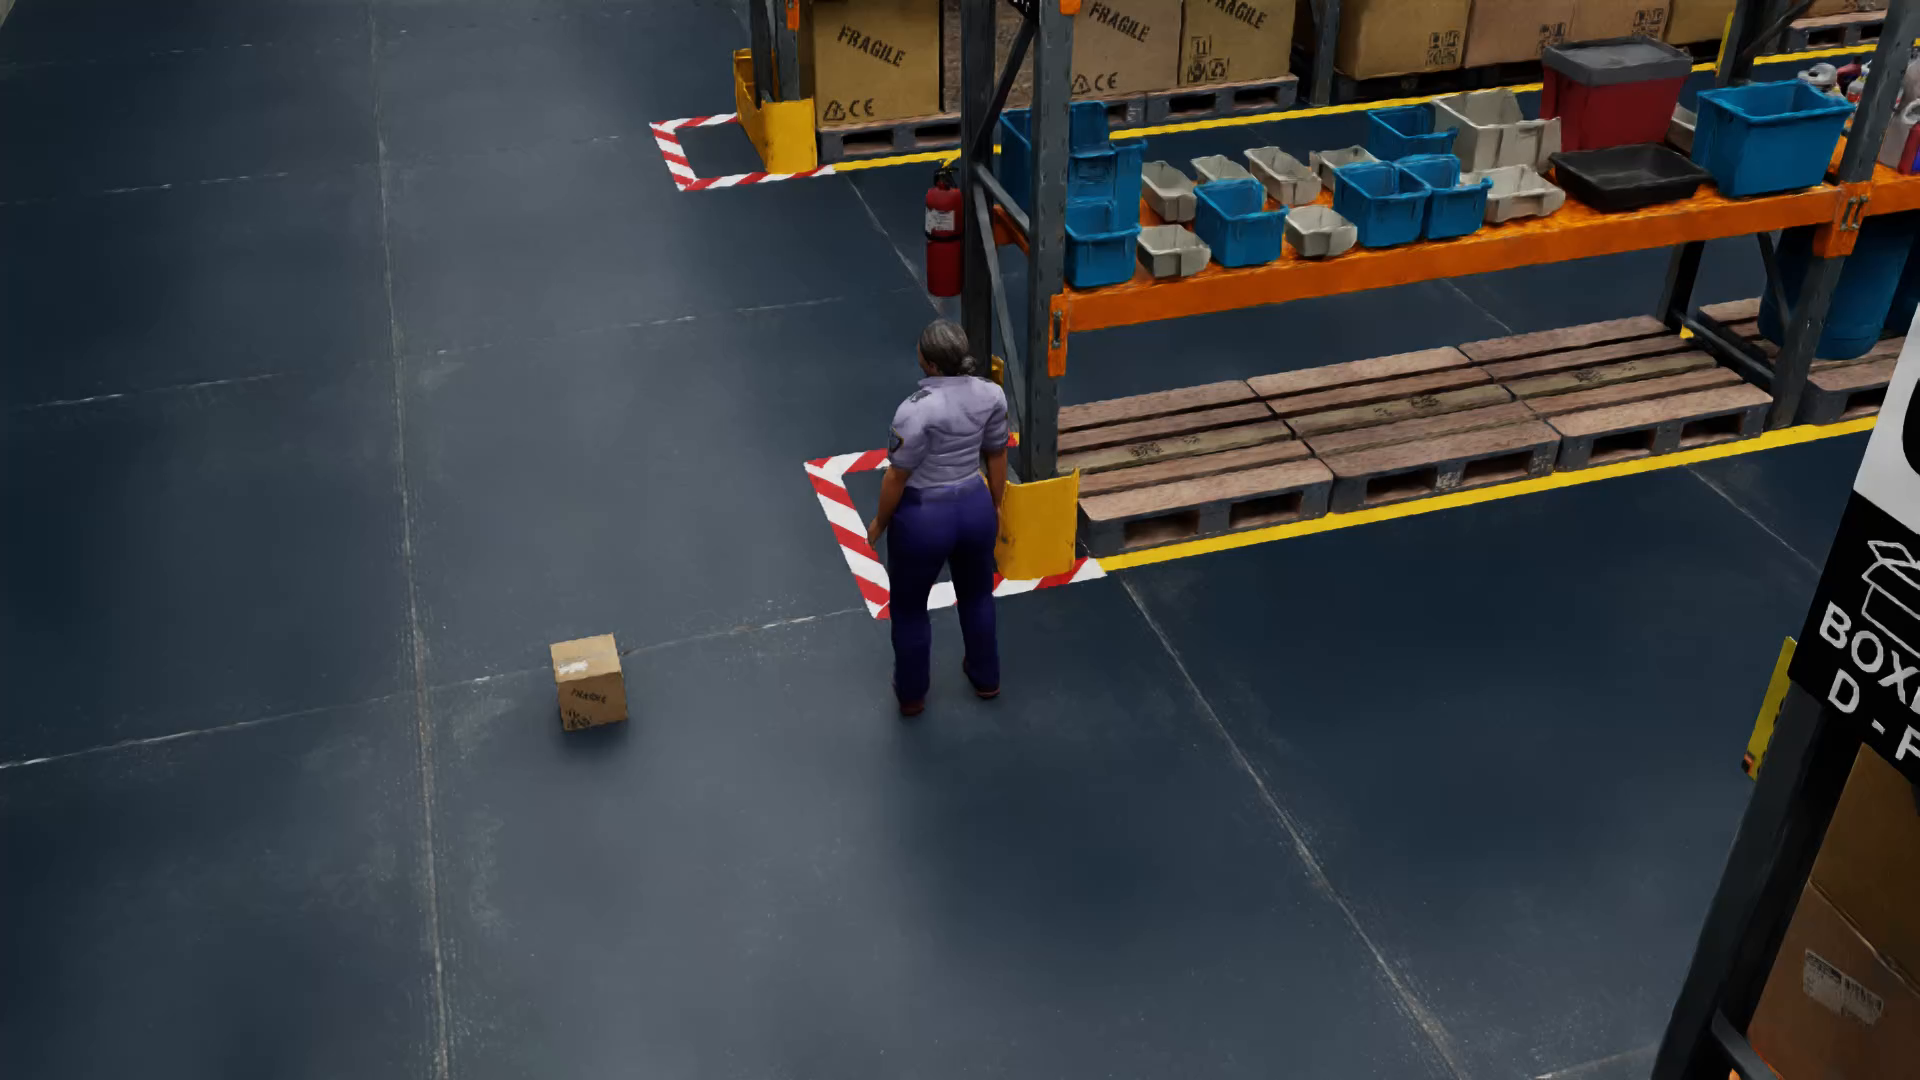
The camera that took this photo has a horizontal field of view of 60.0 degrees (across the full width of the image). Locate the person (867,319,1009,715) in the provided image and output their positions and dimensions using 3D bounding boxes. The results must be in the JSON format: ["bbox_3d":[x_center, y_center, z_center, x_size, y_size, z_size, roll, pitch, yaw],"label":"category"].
[{"bbox_3d":[-0.069,-0.070,6.221,0.530,1.658,0.372,-19,38,-25],"label":"person"}]
